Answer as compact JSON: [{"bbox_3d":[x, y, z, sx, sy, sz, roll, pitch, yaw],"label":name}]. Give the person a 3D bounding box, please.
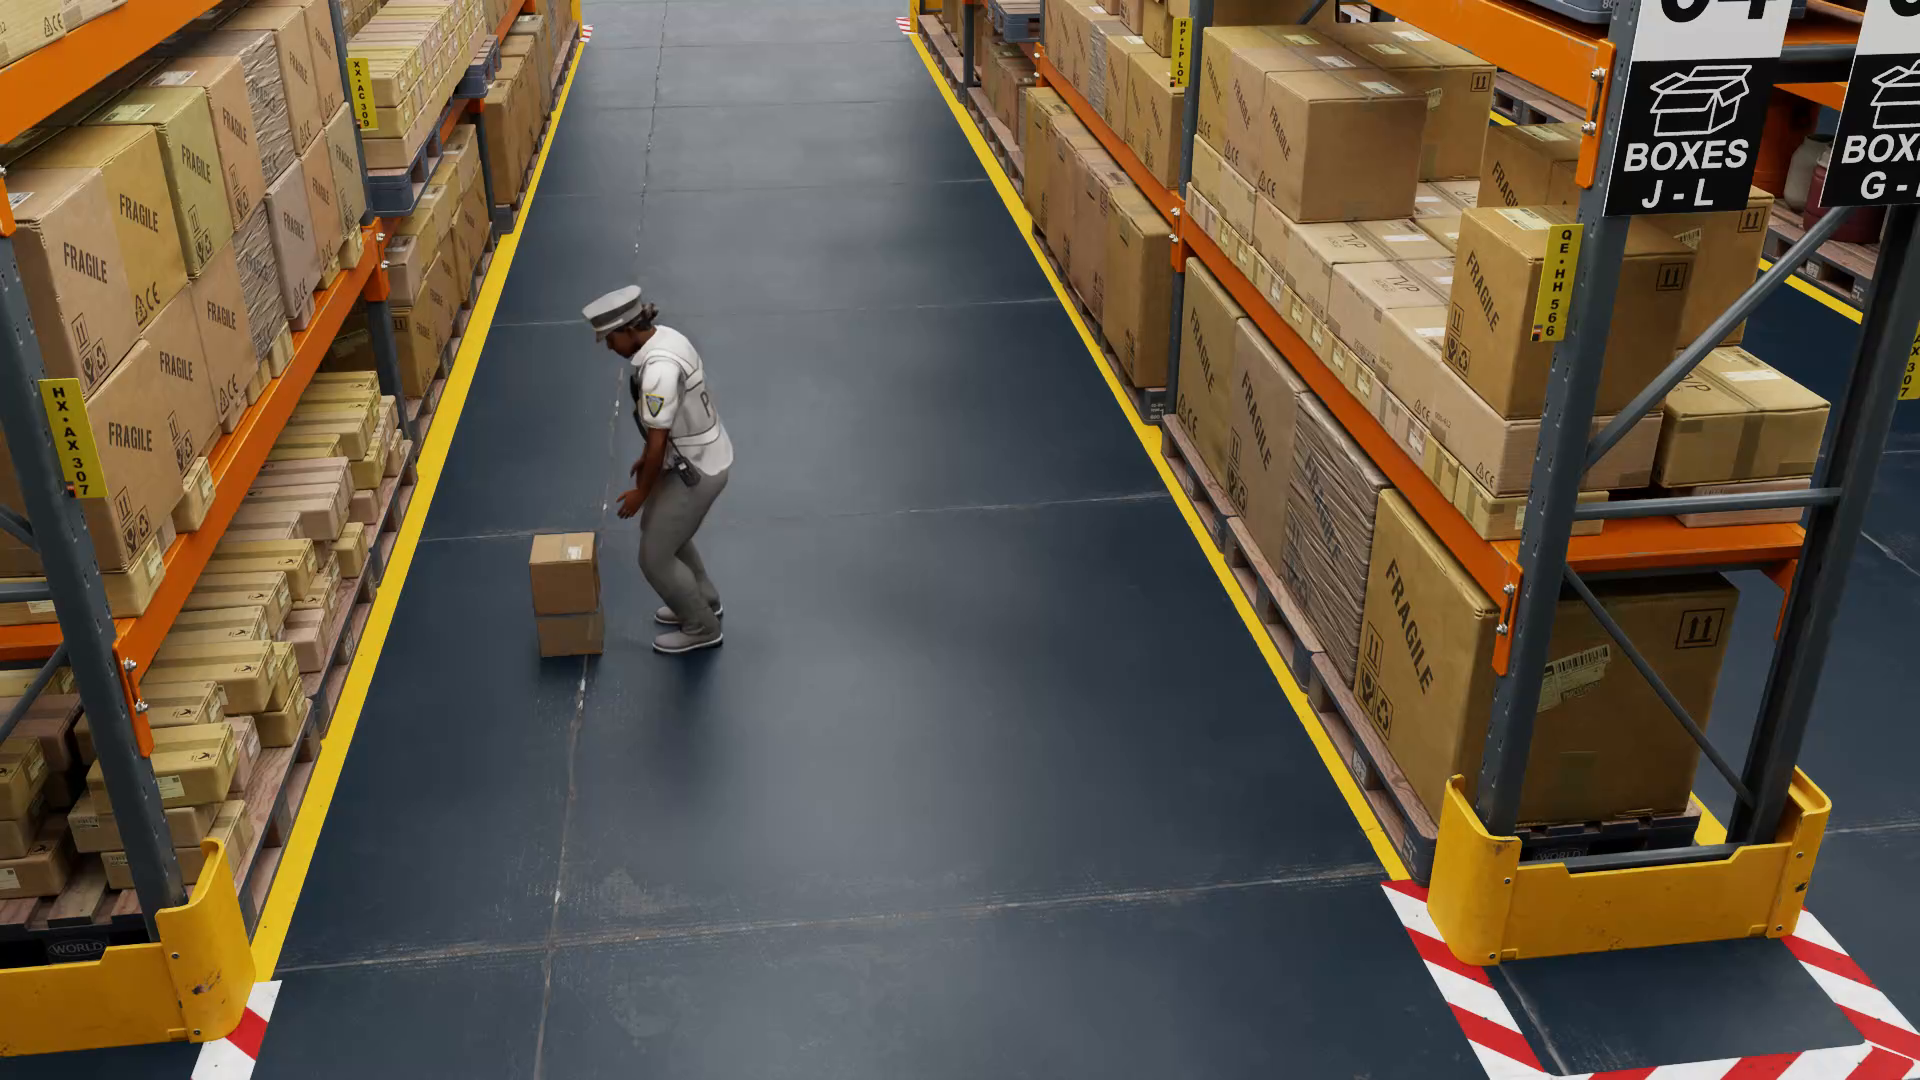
[{"bbox_3d":[-1.193,-0.273,6.776,0.541,1.559,0.476,-3,27,-6],"label":"person"}]
